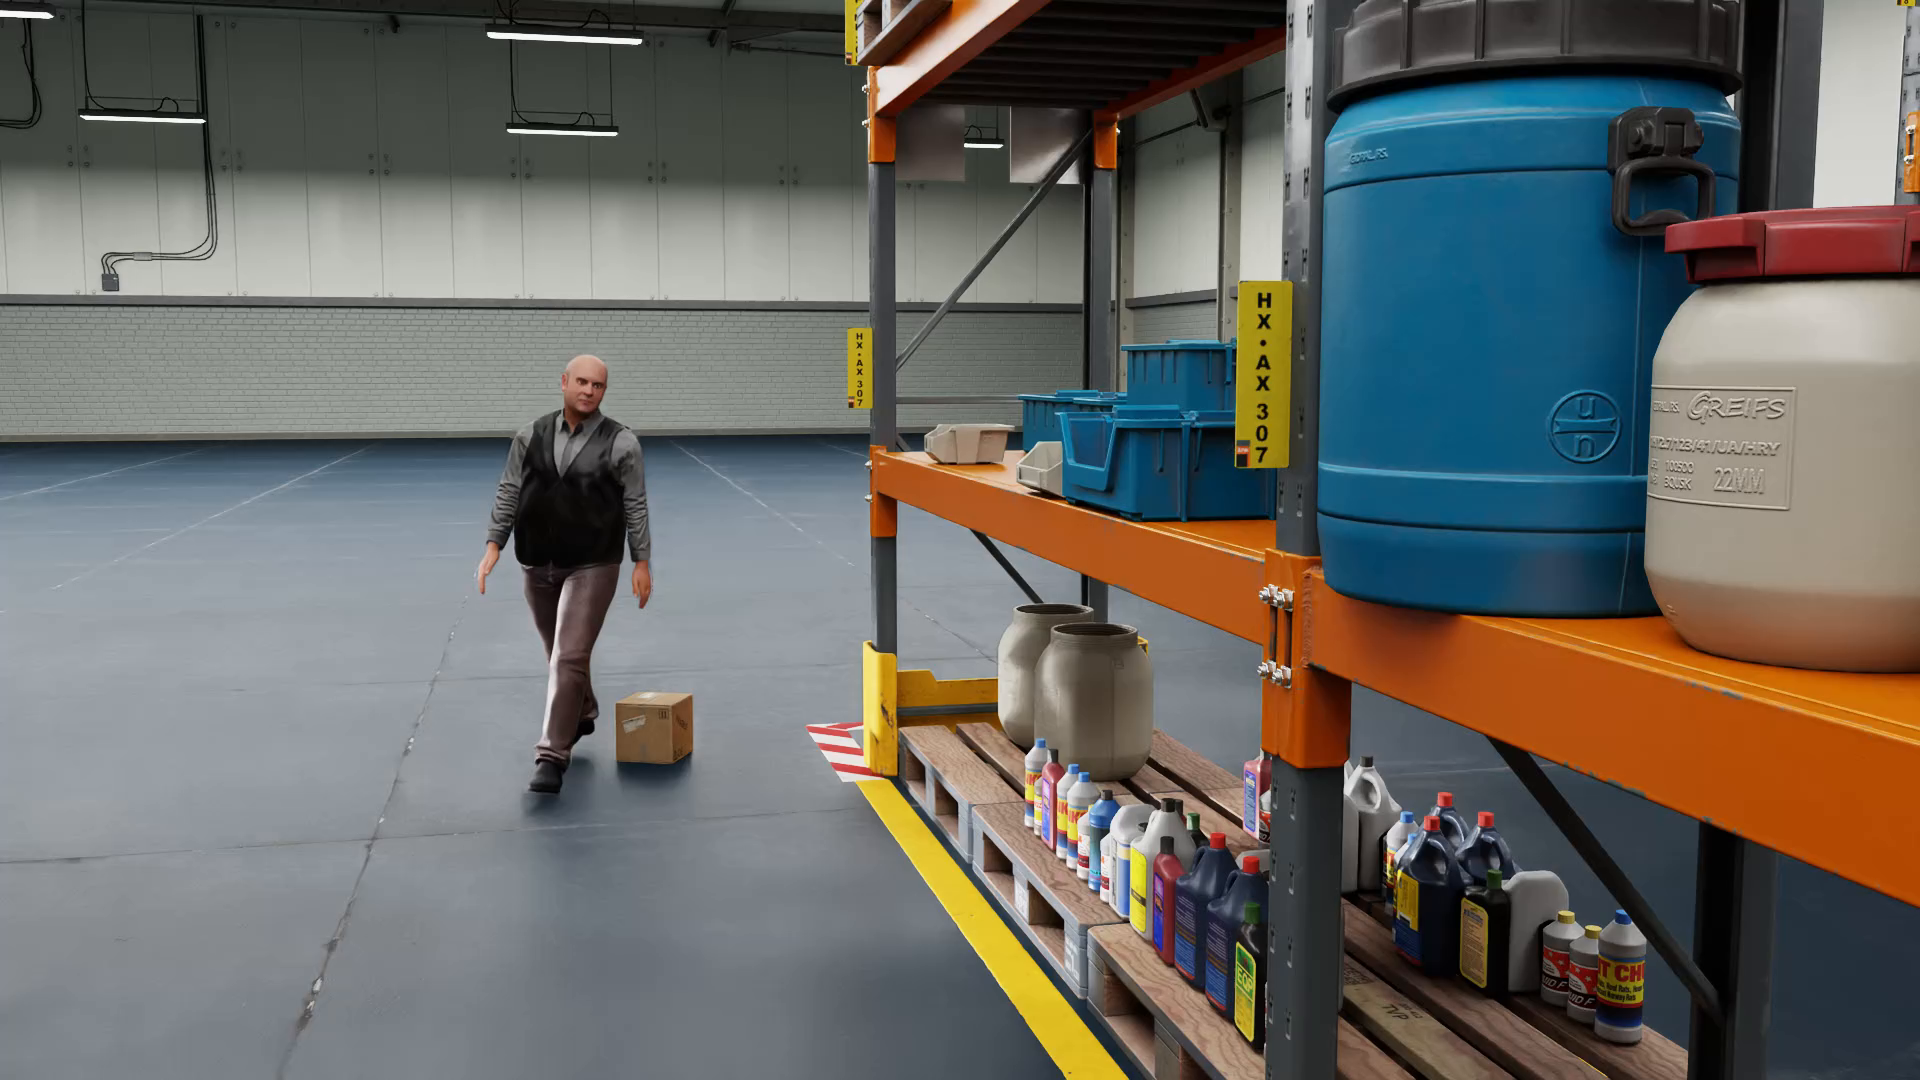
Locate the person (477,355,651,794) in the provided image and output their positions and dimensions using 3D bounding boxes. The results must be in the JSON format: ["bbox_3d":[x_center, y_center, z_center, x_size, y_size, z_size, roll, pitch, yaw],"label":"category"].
[{"bbox_3d":[-1.582,0.104,6.633,0.606,1.675,0.999,1,6,11],"label":"person"}]
